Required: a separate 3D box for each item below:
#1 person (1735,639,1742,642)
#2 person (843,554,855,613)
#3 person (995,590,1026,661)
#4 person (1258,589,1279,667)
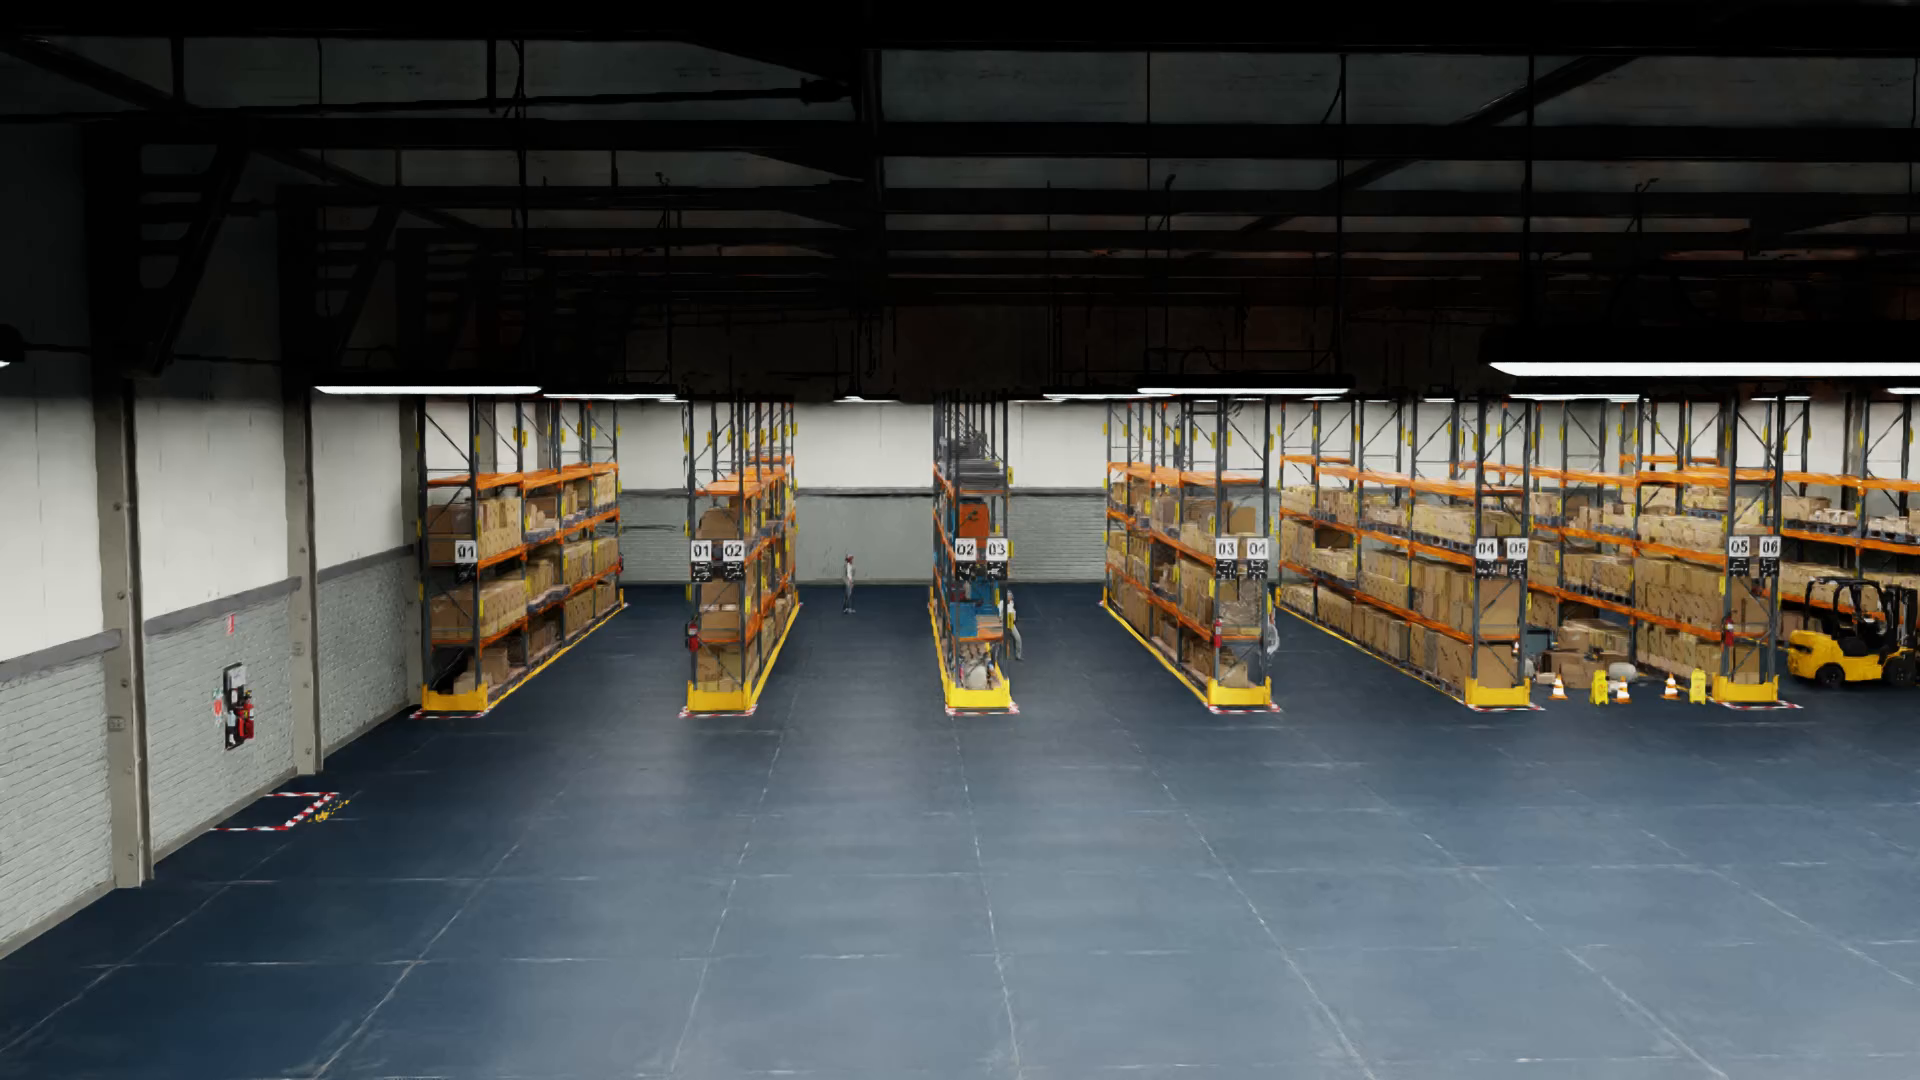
[{"bbox_3d":[18.253,1.665,39.414,0.556,1.662,0.588,2,5,22],"label":"person"},{"bbox_3d":[-3.055,1.180,45.718,0.341,1.605,0.559,-1,5,-12],"label":"person"},{"bbox_3d":[1.041,1.901,37.010,0.653,1.605,0.771,-2,5,-23],"label":"person"},{"bbox_3d":[6.640,1.886,36.145,0.441,1.777,0.594,-3,5,-32],"label":"person"}]
